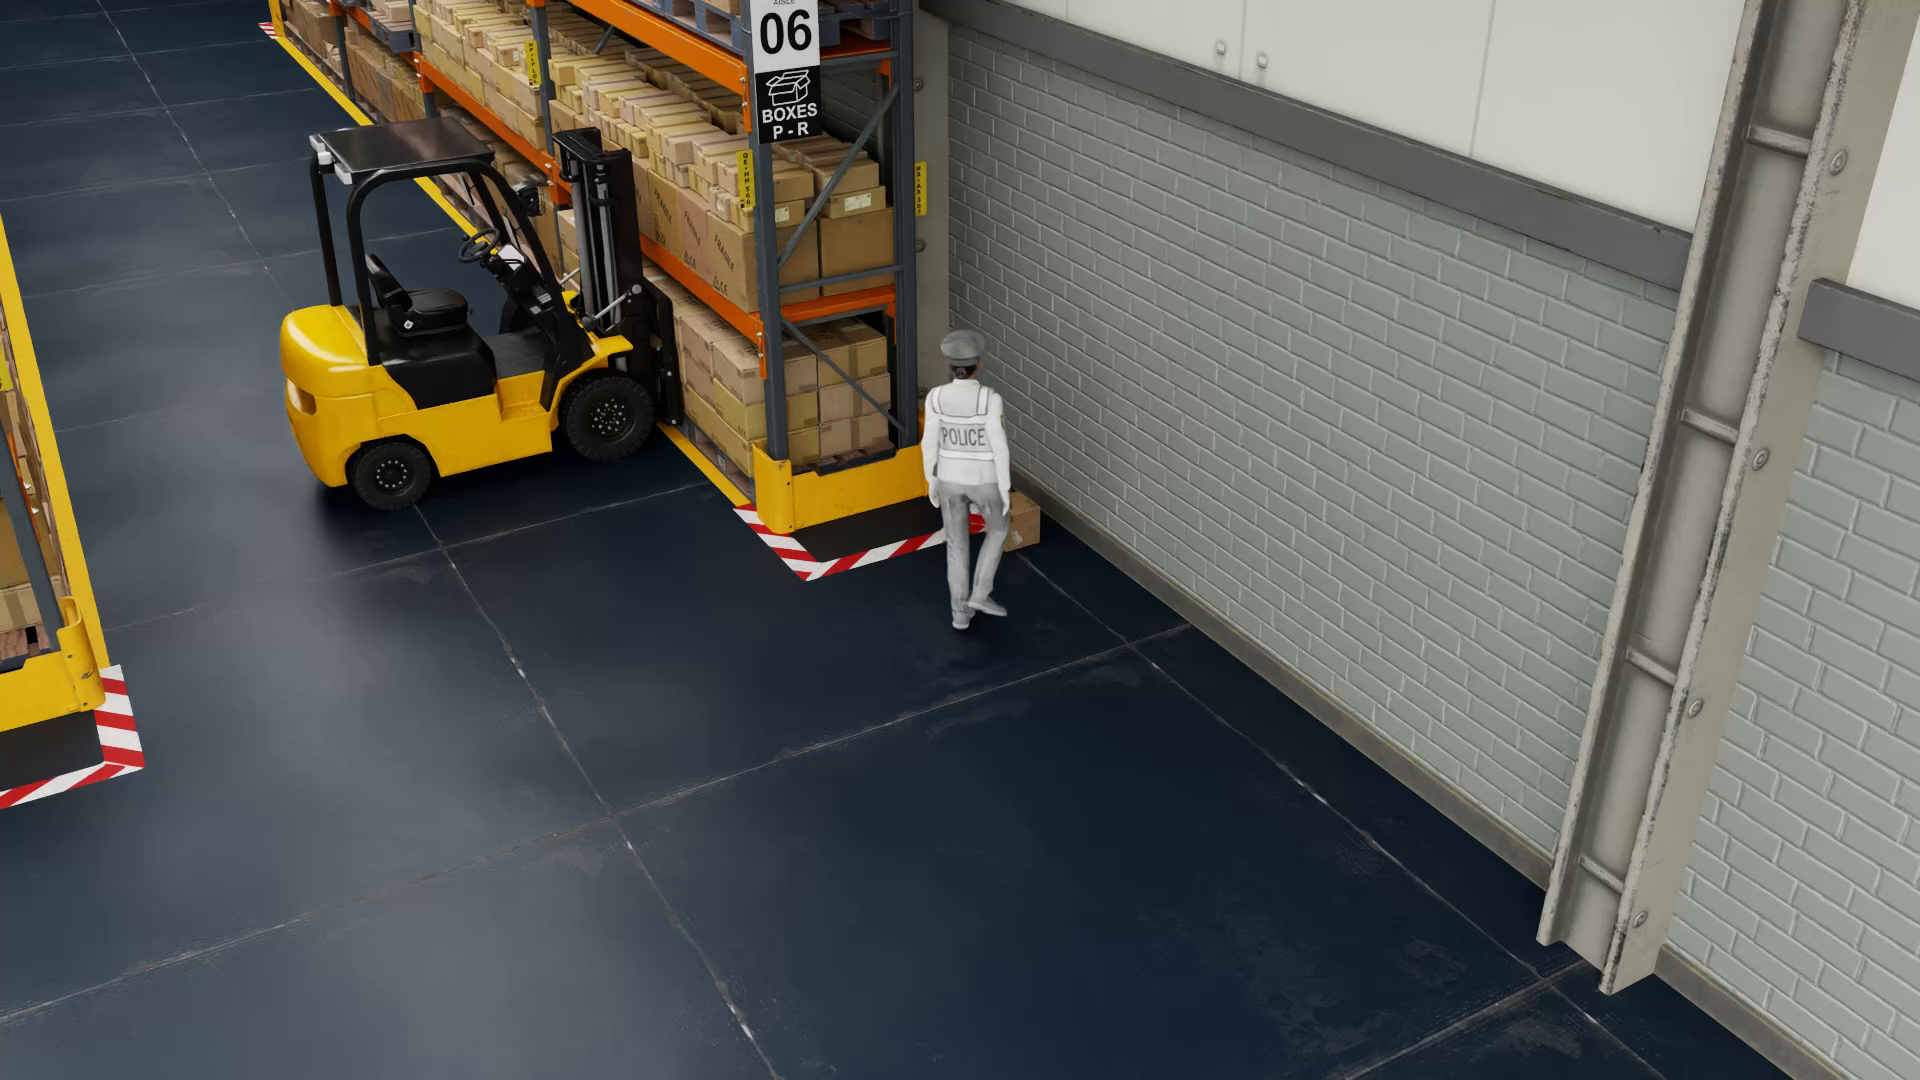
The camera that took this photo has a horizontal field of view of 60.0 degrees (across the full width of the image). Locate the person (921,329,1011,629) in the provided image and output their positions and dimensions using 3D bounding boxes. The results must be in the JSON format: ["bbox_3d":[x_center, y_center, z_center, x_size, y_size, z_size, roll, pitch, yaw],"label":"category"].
[{"bbox_3d":[0.032,-0.298,9.054,0.509,1.667,0.449,5,30,10],"label":"person"}]
